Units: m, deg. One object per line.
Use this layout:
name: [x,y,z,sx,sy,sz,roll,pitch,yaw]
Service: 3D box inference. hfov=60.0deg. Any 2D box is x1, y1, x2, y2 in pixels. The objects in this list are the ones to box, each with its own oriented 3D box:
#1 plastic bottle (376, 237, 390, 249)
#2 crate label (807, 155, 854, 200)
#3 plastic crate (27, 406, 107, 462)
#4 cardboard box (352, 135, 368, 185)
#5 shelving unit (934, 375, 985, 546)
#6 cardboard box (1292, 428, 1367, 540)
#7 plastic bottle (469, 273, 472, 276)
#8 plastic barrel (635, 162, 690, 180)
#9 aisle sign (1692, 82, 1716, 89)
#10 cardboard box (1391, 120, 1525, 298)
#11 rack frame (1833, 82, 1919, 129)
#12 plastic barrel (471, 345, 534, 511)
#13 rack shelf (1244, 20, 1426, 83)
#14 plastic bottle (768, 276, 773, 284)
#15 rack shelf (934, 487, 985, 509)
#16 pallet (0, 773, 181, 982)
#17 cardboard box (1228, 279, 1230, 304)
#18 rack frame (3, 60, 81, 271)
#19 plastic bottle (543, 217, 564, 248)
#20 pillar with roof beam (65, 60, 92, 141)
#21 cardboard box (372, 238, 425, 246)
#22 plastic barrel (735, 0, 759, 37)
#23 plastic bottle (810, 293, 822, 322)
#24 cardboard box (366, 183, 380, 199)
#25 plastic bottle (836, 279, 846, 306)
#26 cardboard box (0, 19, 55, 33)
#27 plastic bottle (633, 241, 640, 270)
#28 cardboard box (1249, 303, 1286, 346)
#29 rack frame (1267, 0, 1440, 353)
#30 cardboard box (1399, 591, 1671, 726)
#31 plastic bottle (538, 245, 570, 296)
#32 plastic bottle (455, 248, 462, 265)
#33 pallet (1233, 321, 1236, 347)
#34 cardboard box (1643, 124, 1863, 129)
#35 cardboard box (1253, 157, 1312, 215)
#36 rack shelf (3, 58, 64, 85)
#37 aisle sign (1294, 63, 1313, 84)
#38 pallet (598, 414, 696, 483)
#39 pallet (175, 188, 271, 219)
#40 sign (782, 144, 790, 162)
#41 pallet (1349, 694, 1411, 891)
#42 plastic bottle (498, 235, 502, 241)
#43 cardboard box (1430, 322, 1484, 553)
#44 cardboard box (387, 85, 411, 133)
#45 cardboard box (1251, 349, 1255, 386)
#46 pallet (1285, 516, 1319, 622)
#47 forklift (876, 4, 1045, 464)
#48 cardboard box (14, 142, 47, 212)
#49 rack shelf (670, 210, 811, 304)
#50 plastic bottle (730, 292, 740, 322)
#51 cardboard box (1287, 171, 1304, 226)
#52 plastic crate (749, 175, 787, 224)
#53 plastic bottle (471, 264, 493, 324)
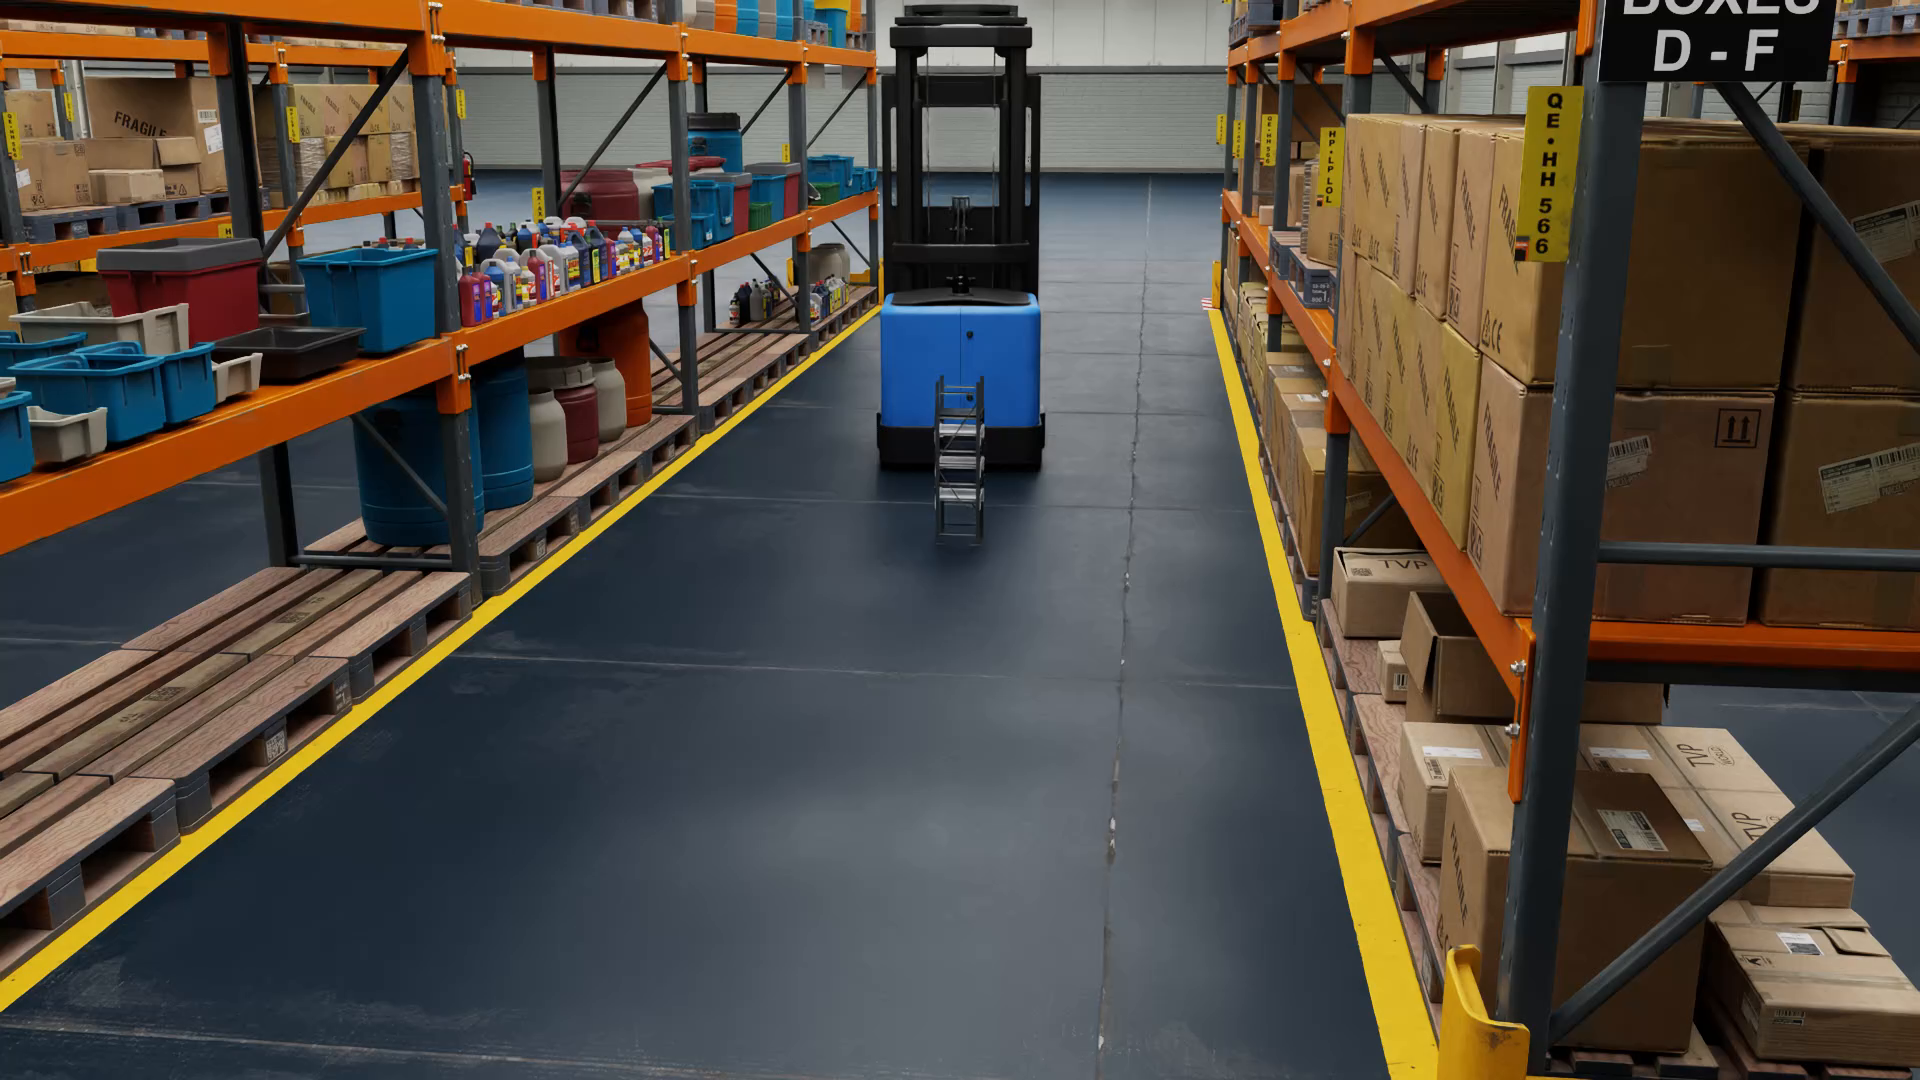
plastic bottle: [-3.008,-1.414,8.739,0.144,0.351,0.185,2,15,6]
crate label: [-1.393,-3.786,17.349,0.502,0.435,0.616,2,15,6]
plastic crate: [-2.709,-0.317,4.978,0.250,0.136,0.298,2,15,6]
cardboard box: [-6.666,-3.931,17.190,0.875,0.500,0.500,2,15,6]
shelving unit: [-0.001,-0.432,9.037,0.258,0.900,0.210,2,15,6]
cardboard box: [1.949,-0.265,8.342,0.500,0.500,0.500,2,15,6]
plastic bottle: [-2.462,-1.248,8.413,0.097,0.201,0.097,0,15,0]
plastic barrel: [-2.363,-2.738,13.281,0.433,0.535,0.433,0,15,0]
aisle sign: [8.100,-5.245,17.831,0.394,0.787,0.004,2,15,6]
cardboard box: [1.607,-1.011,5.047,0.500,0.500,0.500,2,15,8]
rack frame: [7.939,-2.925,14.232,1.000,3.000,0.127,2,15,6]
plastic barrel: [-2.650,-0.656,9.056,0.600,0.901,0.708,2,15,6]
rack shelf: [2.791,-3.652,12.552,1.077,0.370,4.000,2,15,6]
plastic bottle: [-2.012,-2.636,17.525,0.061,0.283,0.133,2,15,7]
rack shelf: [-0.001,-0.226,9.092,0.258,0.077,0.200,2,15,6]
pallet: [-3.127,1.029,4.952,1.003,0.211,1.213,2,15,6]
cardboard box: [3.076,-2.591,17.459,0.500,0.250,0.500,2,15,6]
rack frame: [-11.292,-4.572,20.325,1.000,3.000,0.127,2,15,6]
plastic bottle: [-2.726,-2.017,11.111,0.152,0.276,0.135,2,15,6]
pillar with roof beam: [-15.820,-12.121,36.748,9.100,9.000,0.400,2,15,6]
cardboard box: [-6.462,-3.235,19.362,0.500,0.500,0.500,5,16,17]
plastic barrel: [-1.894,-4.429,13.088,0.600,0.901,0.708,2,15,6]
plastic bottle: [-1.424,-2.269,16.181,0.152,0.276,0.135,2,15,8]
cardboard box: [-6.347,-3.678,17.497,0.380,0.149,0.250,2,15,6]
plastic bottle: [-1.281,-2.598,17.398,0.152,0.276,0.135,2,15,7]
cardboard box: [-6.972,-3.815,12.065,0.500,0.250,0.500,2,15,7]
plastic bottle: [-2.068,-1.801,10.456,0.097,0.201,0.097,0,15,0]
cardboard box: [2.550,-1.717,13.155,0.500,0.311,0.500,2,15,8]
rack frame: [2.565,-2.032,10.932,1.000,3.000,0.127,2,15,6]
cardboard box: [1.907,0.485,5.561,0.797,0.503,0.637,2,15,6]
plastic bottle: [-2.246,-1.491,9.167,0.152,0.276,0.135,2,15,6]
plastic bottle: [-2.819,-1.513,9.258,0.097,0.271,0.097,0,15,0]
pallet: [3.148,-1.929,15.891,1.003,0.211,1.213,2,15,6]
cardboard box: [2.087,-0.861,4.493,0.500,0.500,0.500,2,15,7]
cardboard box: [3.060,-3.233,15.182,0.700,0.500,0.500,1,15,5]
rack shelf: [-11.518,-5.154,18.109,1.077,0.370,4.000,2,15,6]
aisle sign: [3.767,-5.371,18.297,0.394,0.787,0.004,2,15,6]
pallet: [-2.404,-0.627,11.078,1.003,0.211,1.213,2,15,6]
pallet: [-7.057,-3.076,15.159,1.003,0.211,1.213,2,15,6]
sign: [-2.000,-4.405,19.176,0.100,0.325,0.005,2,15,6]
pallet: [1.900,0.847,5.627,1.003,0.211,1.213,2,15,6]
plastic bottle: [-2.860,-1.771,10.210,0.097,0.271,0.097,0,15,0]
cardboard box: [1.497,-0.265,4.203,0.500,0.500,0.500,2,15,7]
cardboard box: [-6.301,-4.665,17.991,0.500,0.500,0.500,2,15,6]
cardboard box: [2.496,-1.316,12.744,0.500,0.250,0.500,2,15,8]
pallet: [2.168,0.139,8.243,1.003,0.211,1.213,2,15,6]
forklift: [0.008,-2.231,11.798,1.130,2.935,3.031,0,15,0]
cardboard box: [-7.257,-2.717,12.469,0.500,0.500,0.500,0,15,-1]
rack shelf: [-2.131,-2.351,13.487,1.077,0.370,4.000,2,15,6]
plastic bottle: [-2.179,-2.252,16.106,0.061,0.283,0.133,2,15,9]
cardboard box: [2.738,-2.516,12.530,0.500,0.500,0.500,1,15,3]
plastic crate: [-1.720,-2.914,14.222,0.392,0.384,0.575,2,15,6]
plastic bottle: [-2.327,-1.203,8.087,0.061,0.283,0.133,2,15,6]
